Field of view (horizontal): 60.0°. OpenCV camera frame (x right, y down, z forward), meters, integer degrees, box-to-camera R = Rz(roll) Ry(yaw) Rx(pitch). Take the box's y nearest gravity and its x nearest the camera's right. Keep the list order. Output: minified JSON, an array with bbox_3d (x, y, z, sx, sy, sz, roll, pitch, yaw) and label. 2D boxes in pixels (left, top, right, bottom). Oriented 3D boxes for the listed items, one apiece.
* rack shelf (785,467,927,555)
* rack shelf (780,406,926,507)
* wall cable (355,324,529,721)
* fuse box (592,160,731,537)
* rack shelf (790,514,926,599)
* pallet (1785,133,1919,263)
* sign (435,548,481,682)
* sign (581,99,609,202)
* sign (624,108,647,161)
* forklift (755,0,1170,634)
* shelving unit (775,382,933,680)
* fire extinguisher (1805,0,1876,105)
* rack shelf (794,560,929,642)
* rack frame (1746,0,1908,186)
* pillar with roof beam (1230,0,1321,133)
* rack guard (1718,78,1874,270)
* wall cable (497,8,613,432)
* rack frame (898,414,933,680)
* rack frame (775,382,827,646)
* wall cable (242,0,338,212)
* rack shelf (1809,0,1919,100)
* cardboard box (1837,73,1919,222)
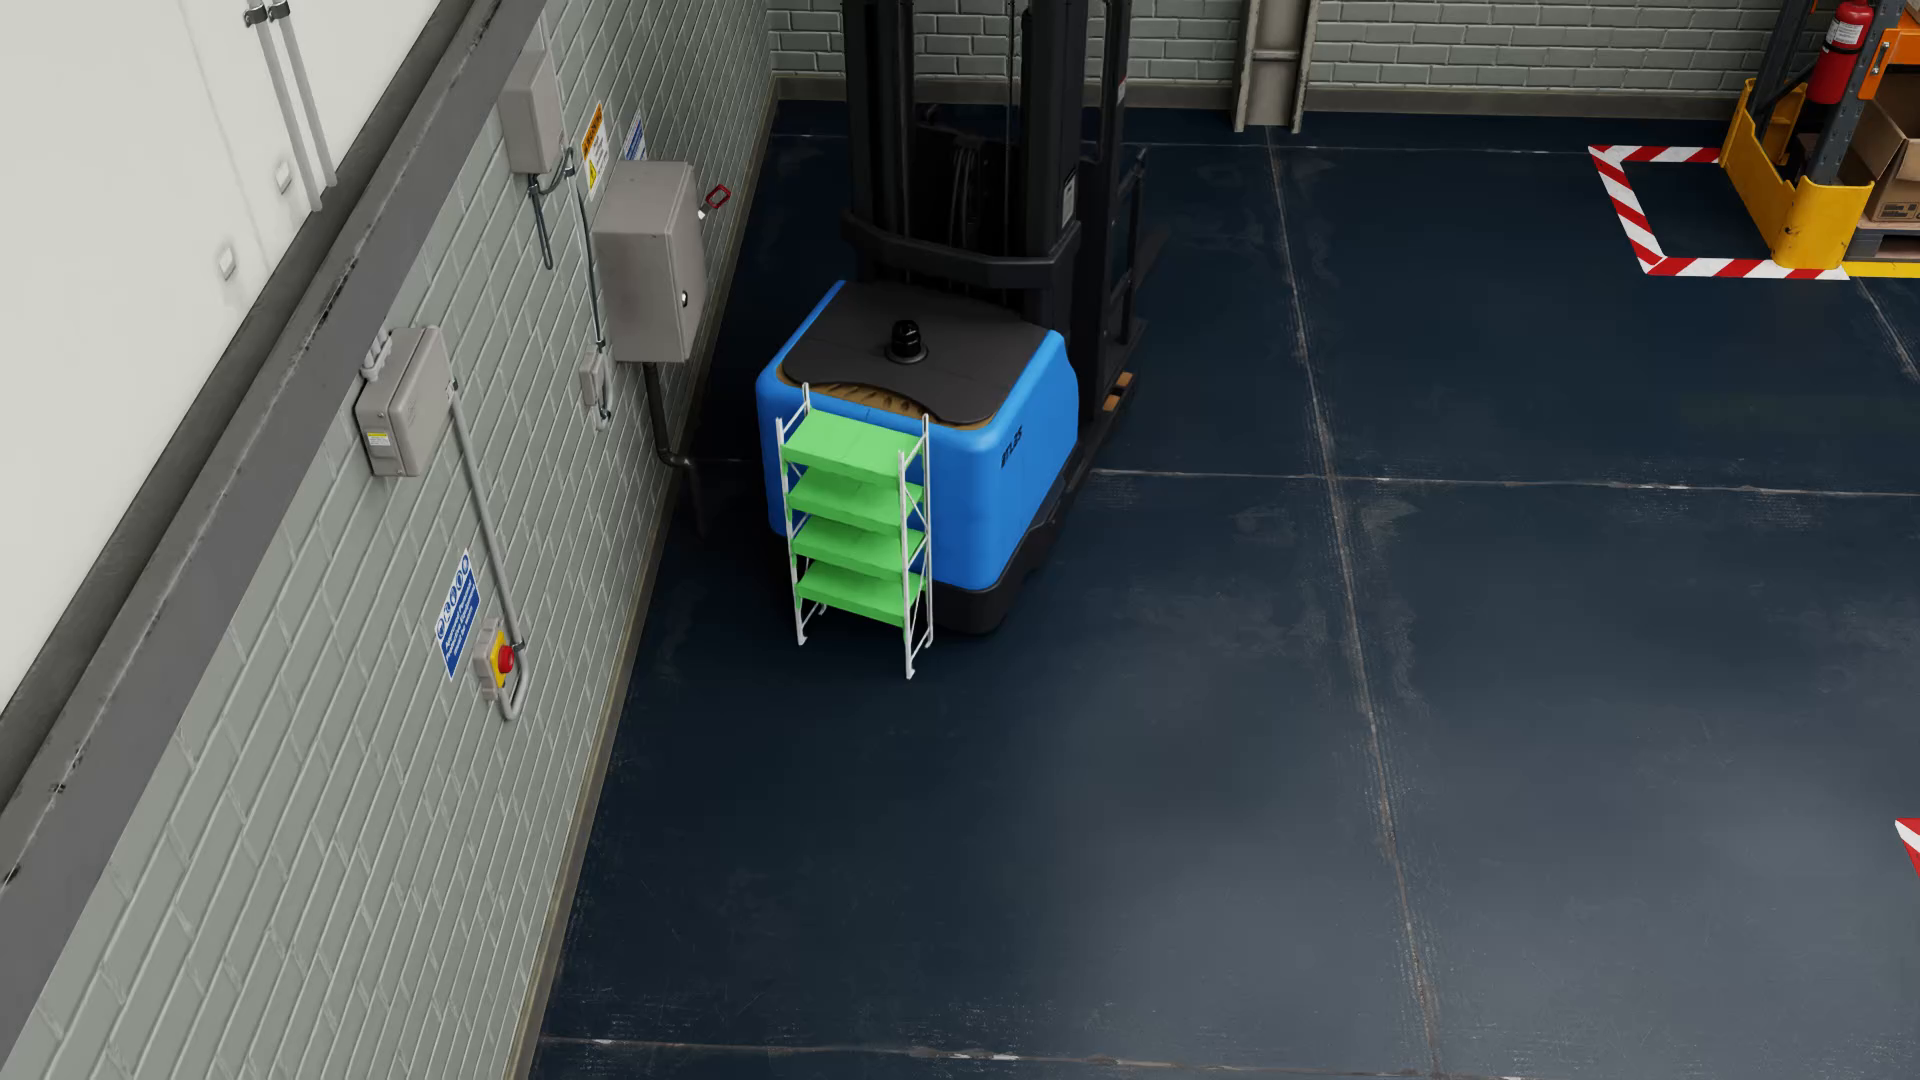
[{"bbox_3d":[-0.392,-0.139,6.345,0.480,0.148,0.258,16,46,16],"label":"rack shelf"},{"bbox_3d":[-0.393,-0.314,6.180,0.480,0.148,0.258,16,46,16],"label":"rack shelf"},{"bbox_3d":[-1.357,-0.106,4.480,0.123,1.953,0.585,2,43,2],"label":"wall cable"},{"bbox_3d":[-1.117,-0.677,6.807,0.414,1.711,0.539,2,43,2],"label":"fuse box"},{"bbox_3d":[-0.391,0.035,6.510,0.480,0.148,0.258,16,46,16],"label":"rack shelf"},{"bbox_3d":[5.369,-1.899,9.219,1.213,0.211,1.003,2,43,2],"label":"pallet"},{"bbox_3d":[-1.421,0.210,4.711,0.001,0.218,0.327,2,43,2],"label":"sign"},{"bbox_3d":[-1.326,-1.419,6.052,0.001,0.242,0.339,2,43,2],"label":"sign"},{"bbox_3d":[-1.302,-1.456,6.768,0.001,0.494,0.329,2,43,2],"label":"sign"},{"bbox_3d":[0.219,-1.701,7.011,1.130,2.935,3.031,16,45,16],"label":"forklift"},{"bbox_3d":[-0.391,-0.011,6.466,0.503,1.200,0.258,16,46,16],"label":"shelving unit"},{"bbox_3d":[4.329,-2.470,8.117,0.183,0.674,0.296,2,43,2],"label":"fire extinguisher"},{"bbox_3d":[-0.390,0.209,6.675,0.480,0.148,0.258,16,46,16],"label":"rack shelf"},{"bbox_3d":[4.497,-2.945,8.296,0.127,3.000,1.000,2,43,2],"label":"rack frame"},{"bbox_3d":[1.650,-2.905,3.852,0.400,9.000,9.100,2,43,2],"label":"pillar with roof beam"},{"bbox_3d":[4.572,-2.028,9.146,0.348,0.500,1.175,2,43,2],"label":"rack guard"},{"bbox_3d":[-1.305,-1.060,5.528,0.122,1.984,0.588,2,43,2],"label":"wall cable"},{"bbox_3d":[-0.166,0.052,6.397,0.015,1.200,0.240,16,46,16],"label":"rack frame"},{"bbox_3d":[-0.617,-0.075,6.534,0.015,1.200,0.240,16,46,16],"label":"rack frame"},{"bbox_3d":[-1.418,-1.743,2.605,0.029,3.000,0.463,2,43,2],"label":"wall cable"},{"bbox_3d":[6.494,-2.621,8.476,4.000,0.370,1.077,2,43,2],"label":"rack shelf"},{"bbox_3d":[5.103,-2.102,8.915,0.637,0.503,0.797,0,43,0],"label":"cardboard box"}]
